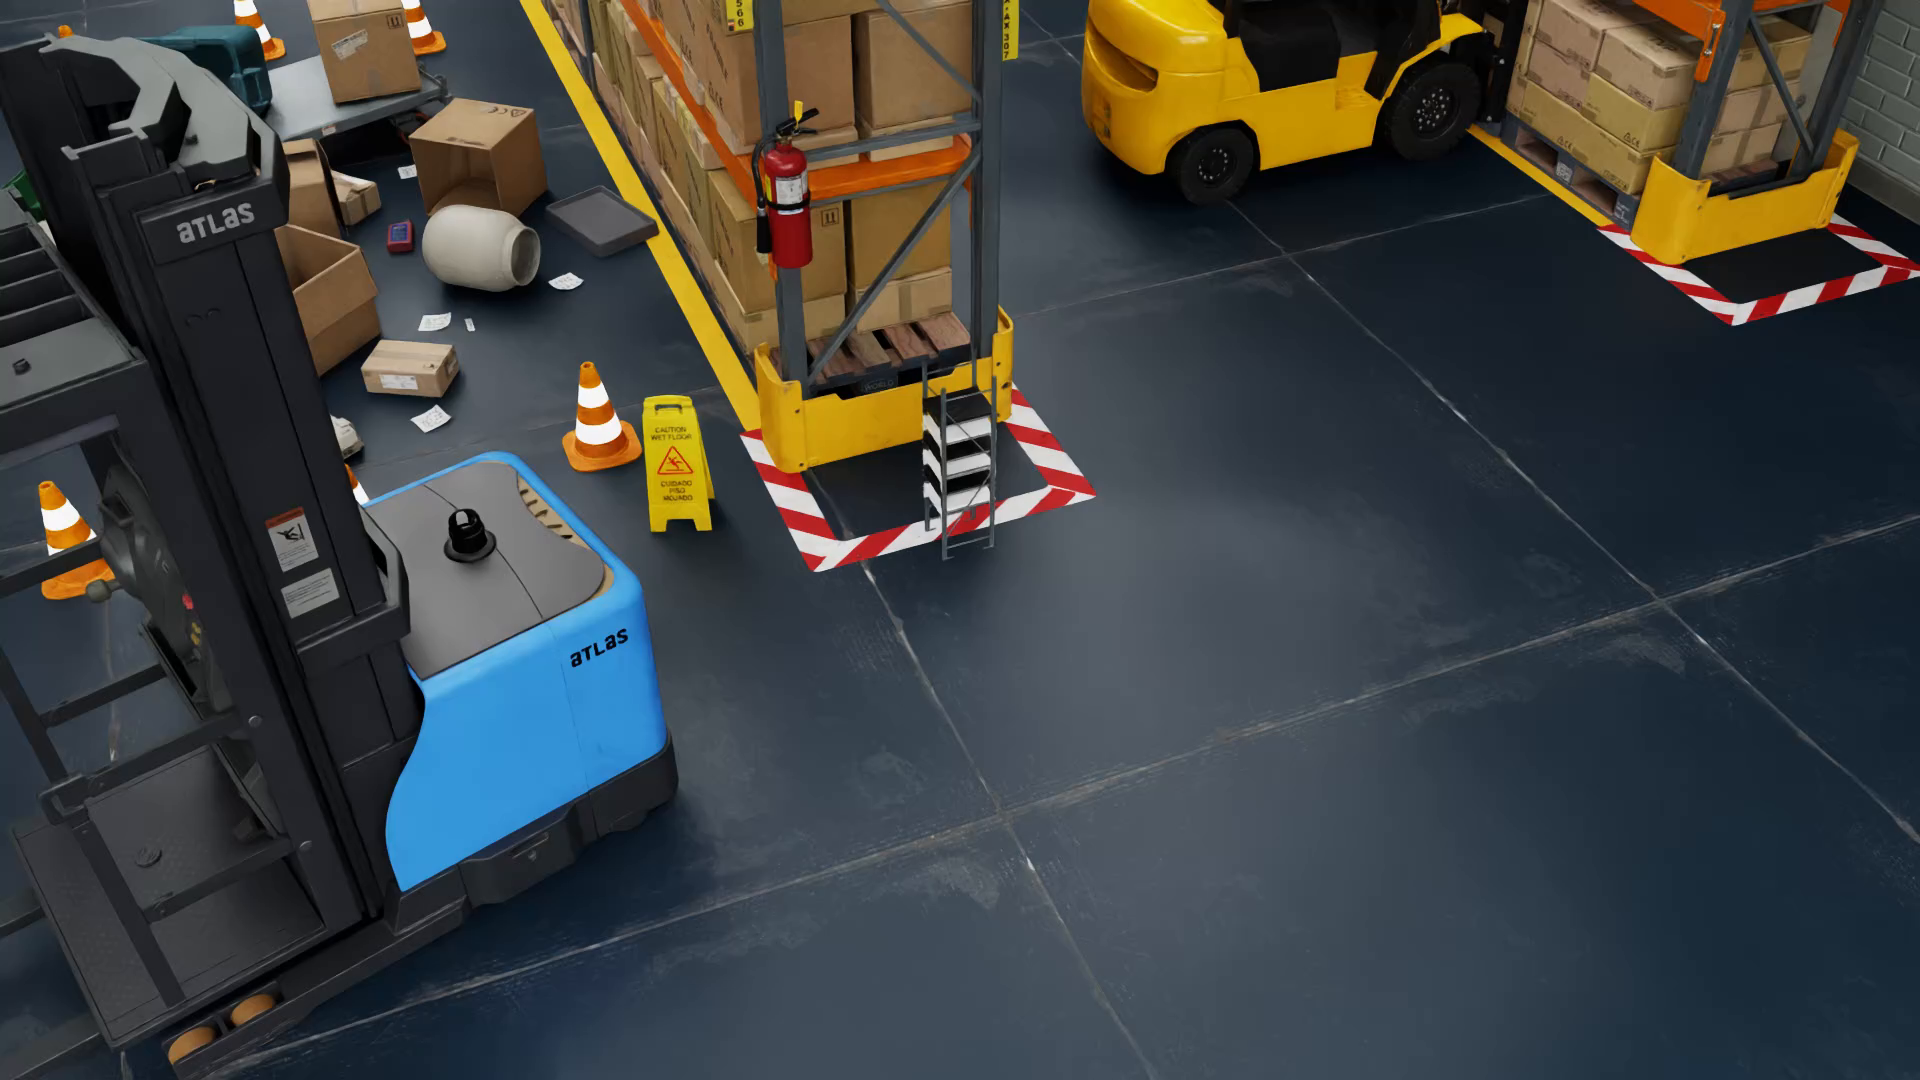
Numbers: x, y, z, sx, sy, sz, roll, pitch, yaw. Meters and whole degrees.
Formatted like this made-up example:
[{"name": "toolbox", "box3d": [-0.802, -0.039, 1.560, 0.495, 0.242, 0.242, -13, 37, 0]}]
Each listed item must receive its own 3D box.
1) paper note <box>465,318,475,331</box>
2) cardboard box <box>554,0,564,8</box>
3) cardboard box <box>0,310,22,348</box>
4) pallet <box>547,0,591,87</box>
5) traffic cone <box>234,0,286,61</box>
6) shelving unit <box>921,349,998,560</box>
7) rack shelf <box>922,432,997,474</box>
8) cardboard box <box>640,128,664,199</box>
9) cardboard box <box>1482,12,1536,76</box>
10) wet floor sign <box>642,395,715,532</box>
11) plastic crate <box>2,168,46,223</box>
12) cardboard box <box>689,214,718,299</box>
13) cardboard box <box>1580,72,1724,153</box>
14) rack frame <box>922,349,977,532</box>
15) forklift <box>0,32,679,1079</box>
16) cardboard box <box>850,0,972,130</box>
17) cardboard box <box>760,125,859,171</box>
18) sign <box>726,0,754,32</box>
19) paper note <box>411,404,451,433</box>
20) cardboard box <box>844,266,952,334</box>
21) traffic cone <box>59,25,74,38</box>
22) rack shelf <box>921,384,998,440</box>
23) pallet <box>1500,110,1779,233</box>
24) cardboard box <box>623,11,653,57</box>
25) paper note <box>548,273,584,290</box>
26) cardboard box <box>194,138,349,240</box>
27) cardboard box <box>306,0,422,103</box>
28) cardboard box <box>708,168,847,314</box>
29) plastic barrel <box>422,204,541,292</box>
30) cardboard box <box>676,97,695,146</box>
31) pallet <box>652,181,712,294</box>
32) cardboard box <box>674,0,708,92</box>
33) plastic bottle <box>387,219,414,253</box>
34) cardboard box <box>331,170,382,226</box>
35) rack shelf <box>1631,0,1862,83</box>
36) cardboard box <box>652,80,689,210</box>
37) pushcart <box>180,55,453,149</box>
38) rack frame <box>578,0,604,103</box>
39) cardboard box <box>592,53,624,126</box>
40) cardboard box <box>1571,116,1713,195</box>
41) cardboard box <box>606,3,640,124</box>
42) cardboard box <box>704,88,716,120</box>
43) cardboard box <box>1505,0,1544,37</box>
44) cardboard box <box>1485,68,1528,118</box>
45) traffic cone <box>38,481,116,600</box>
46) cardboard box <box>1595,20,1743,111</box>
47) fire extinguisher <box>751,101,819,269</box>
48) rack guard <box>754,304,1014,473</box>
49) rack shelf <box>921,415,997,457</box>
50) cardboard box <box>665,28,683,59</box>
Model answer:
[{"name": "paper note", "box3d": [-2.513, -1.104, 8.526, 0.032, 0.001, 0.123, -15, 43, -17]}, {"name": "cardboard box", "box3d": [-2.322, -3.952, 11.239, 0.950, 0.372, 0.625, -13, 42, -14]}, {"name": "cardboard box", "box3d": [-4.834, -1.120, 8.167, 0.500, 0.500, 0.500, -8, 41, -9]}, {"name": "pallet", "box3d": [-2.141, -3.453, 11.104, 1.003, 0.211, 1.213, -15, 43, -17]}, {"name": "traffic cone", "box3d": [-4.644, -3.403, 10.852, 0.336, 0.463, 0.334, -15, 43, -17]}, {"name": "shelving unit", "box3d": [-0.003, -0.346, 6.962, 0.258, 0.900, 0.210, -15, 43, -17]}, {"name": "rack shelf", "box3d": [-0.003, -0.389, 6.925, 0.258, 0.077, 0.200, -15, 43, -17]}, {"name": "cardboard box", "box3d": [-1.445, -2.098, 9.176, 0.500, 0.250, 0.500, -16, 43, -17]}, {"name": "cardboard box", "box3d": [3.400, -3.005, 9.847, 0.500, 0.250, 0.500, -16, 43, -18]}, {"name": "wet floor sign", "box3d": [-1.227, -0.358, 7.171, 0.267, 0.644, 0.232, -2, 41, -2]}, {"name": "plastic crate", "box3d": [-5.099, -1.924, 9.299, 0.450, 0.188, 0.662, -3, 40, 12]}, {"name": "cardboard box", "box3d": [-1.060, -1.483, 8.460, 0.500, 0.250, 0.500, -15, 43, -17]}, {"name": "cardboard box", "box3d": [3.799, -2.394, 9.137, 0.500, 0.250, 0.500, -16, 43, -17]}, {"name": "rack frame", "box3d": [-0.042, -0.407, 7.033, 0.240, 0.900, 0.006, -15, 43, -17]}, {"name": "forklift", "box3d": [-2.497, 0.203, 4.766, 3.031, 2.935, 1.130, -28, 48, -28]}, {"name": "cardboard box", "box3d": [-0.236, -2.137, 7.130, 0.500, 0.500, 0.500, -16, 43, -18]}, {"name": "cardboard box", "box3d": [-0.651, -1.709, 7.129, 0.380, 0.149, 0.250, -14, 43, -15]}, {"name": "sign", "box3d": [-0.831, -2.065, 6.220, 0.100, 0.325, 0.005, -15, 43, -17]}, {"name": "paper note", "box3d": [-2.512, -0.579, 7.900, 0.148, 0.019, 0.142, -31, 49, -31]}, {"name": "cardboard box", "box3d": [-0.364, -1.304, 8.252, 0.500, 0.250, 0.500, -15, 43, -17]}, {"name": "traffic cone", "box3d": [-5.494, -2.969, 10.347, 0.336, 0.463, 0.334, -15, 43, -17]}, {"name": "rack shelf", "box3d": [-0.003, -0.525, 6.808, 0.258, 0.077, 0.200, -15, 43, -17]}, {"name": "pallet", "box3d": [3.942, -2.266, 9.723, 1.003, 0.211, 1.213, -15, 43, -17]}, {"name": "cardboard box", "box3d": [-1.569, -2.705, 8.809, 0.380, 0.149, 0.250, -13, 42, -14]}, {"name": "paper note", "box3d": [-2.090, -1.374, 8.825, 0.142, 0.019, 0.148, -31, 49, -31]}, {"name": "cardboard box", "box3d": [-3.687, -1.725, 8.766, 0.797, 0.637, 0.503, -15, 43, -17]}, {"name": "cardboard box", "box3d": [-3.474, -2.919, 9.680, 0.500, 0.500, 0.500, -15, 43, -17]}, {"name": "cardboard box", "box3d": [-0.858, -1.451, 7.848, 0.500, 0.500, 0.500, -15, 43, -17]}, {"name": "plastic barrel", "box3d": [-2.500, -1.522, 8.695, 0.512, 0.421, 0.421, 12, 42, 13]}, {"name": "cardboard box", "box3d": [-1.154, -2.053, 8.051, 0.380, 0.149, 0.250, -14, 43, -16]}, {"name": "pallet", "box3d": [-1.081, -1.853, 9.242, 1.003, 0.211, 1.213, -15, 43, -17]}, {"name": "cardboard box", "box3d": [-0.960, -2.344, 7.370, 0.500, 0.500, 0.500, -15, 43, -17]}, {"name": "plastic bottle", "box3d": [-3.080, -1.682, 9.159, 0.133, 0.061, 0.283, -8, 41, -9]}, {"name": "cardboard box", "box3d": [-3.513, -1.979, 9.348, 0.396, 0.266, 0.258, 19, 44, 20]}, {"name": "rack shelf", "box3d": [3.509, -3.805, 9.926, 1.077, 0.370, 4.000, -15, 43, -17]}, {"name": "cardboard box", "box3d": [-1.248, -2.070, 8.568, 0.500, 0.500, 0.500, -16, 43, -18]}, {"name": "pushcart", "box3d": [-3.929, -2.448, 9.808, 1.648, 0.377, 0.936, -31, 49, -31]}, {"name": "rack frame", "box3d": [-1.841, -4.042, 9.649, 1.000, 3.000, 0.127, -15, 43, -17]}, {"name": "cardboard box", "box3d": [-1.865, -2.736, 9.917, 0.500, 0.250, 0.500, -17, 44, -19]}, {"name": "cardboard box", "box3d": [3.802, -2.194, 9.287, 0.500, 0.250, 0.500, -15, 43, -17]}, {"name": "cardboard box", "box3d": [-1.649, -2.700, 9.301, 0.500, 0.500, 0.500, -13, 42, -15]}, {"name": "cardboard box", "box3d": [-0.929, -1.993, 7.460, 0.380, 0.149, 0.250, -16, 43, -18]}, {"name": "cardboard box", "box3d": [3.406, -3.176, 9.662, 0.500, 0.250, 0.500, -15, 43, -16]}, {"name": "cardboard box", "box3d": [3.437, -2.799, 9.991, 0.500, 0.250, 0.500, -15, 43, -16]}, {"name": "traffic cone", "box3d": [-3.737, -0.049, 6.952, 0.336, 0.463, 0.334, -15, 43, -17]}, {"name": "cardboard box", "box3d": [3.809, -2.568, 8.956, 0.500, 0.250, 0.500, -14, 43, -15]}, {"name": "fire extinguisher", "box3d": [-0.693, -1.419, 6.659, 0.296, 0.674, 0.183, -15, 43, -17]}, {"name": "rack guard", "box3d": [-0.340, -0.730, 7.716, 1.175, 0.500, 0.348, -15, 43, -17]}, {"name": "rack shelf", "box3d": [-0.003, -0.457, 6.866, 0.258, 0.077, 0.200, -15, 43, -17]}, {"name": "cardboard box", "box3d": [-1.206, -2.462, 8.005, 0.380, 0.149, 0.250, -16, 43, -17]}]
